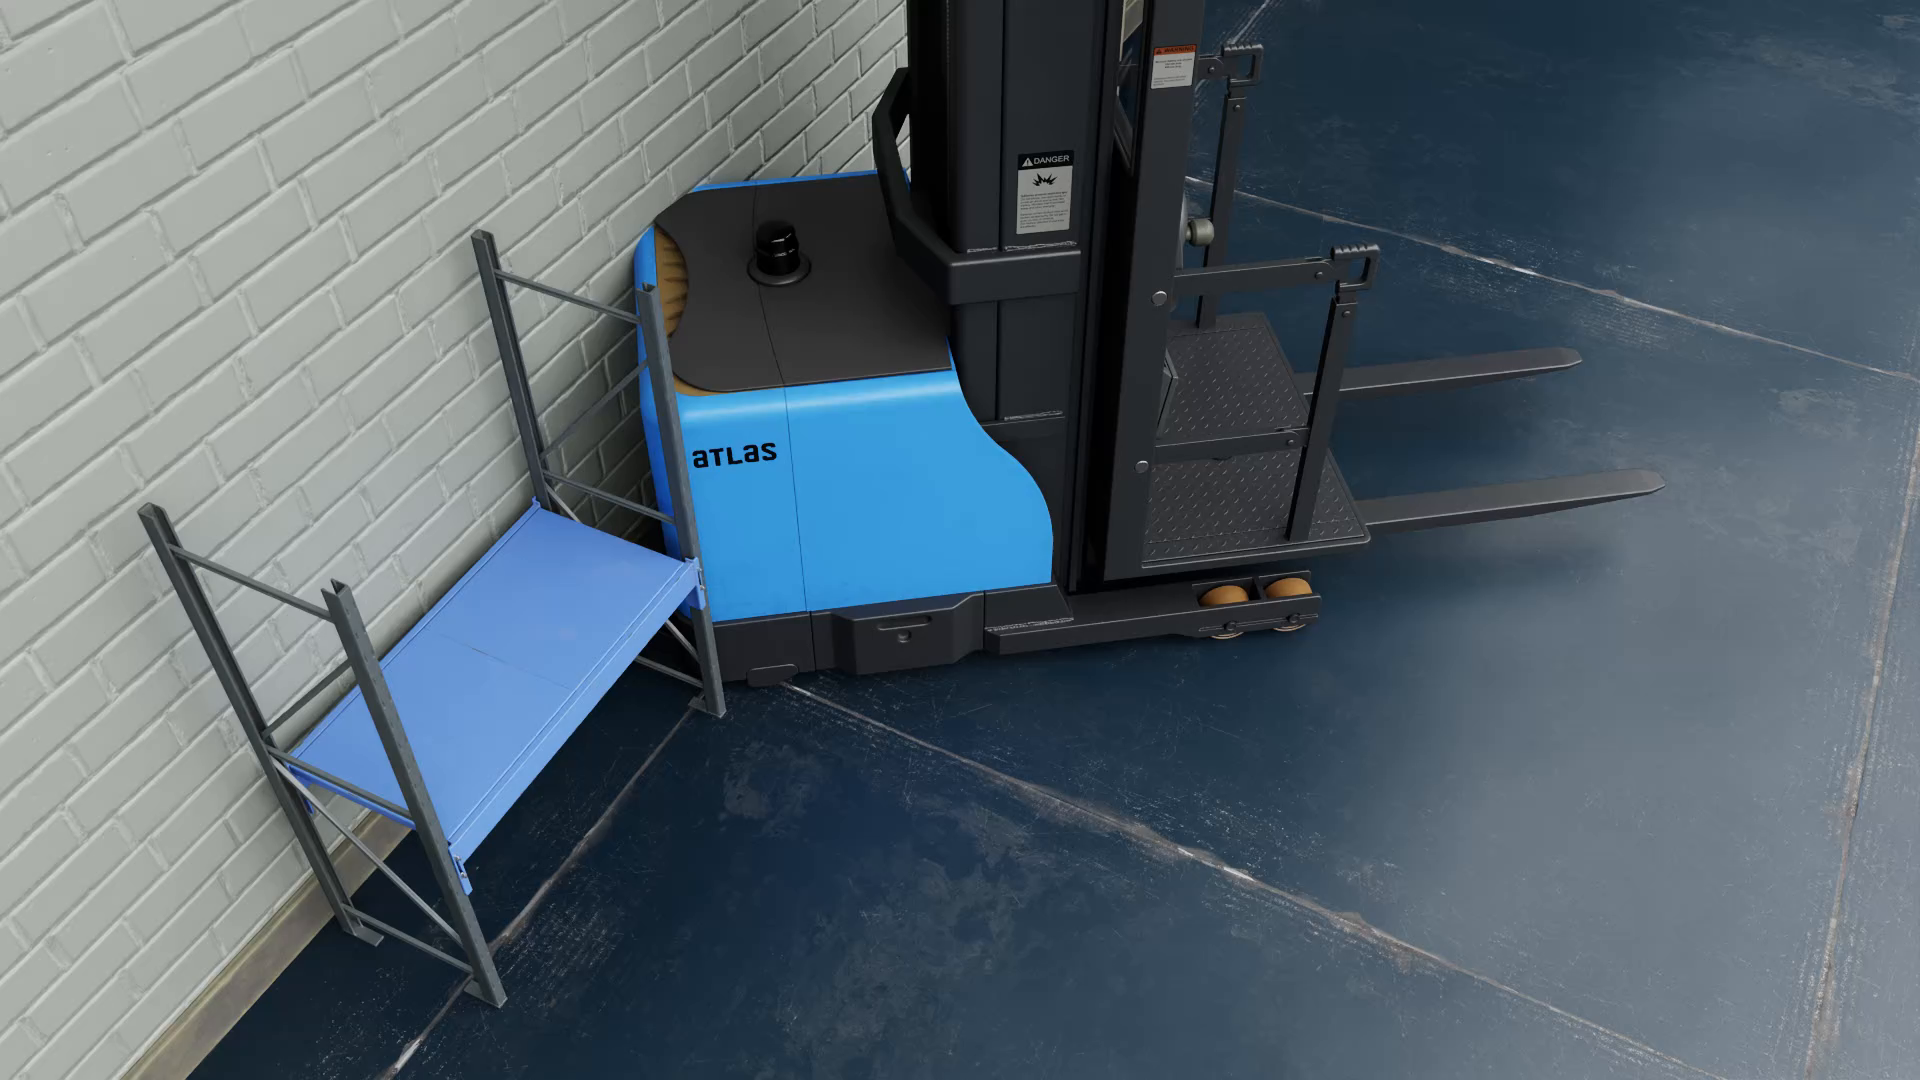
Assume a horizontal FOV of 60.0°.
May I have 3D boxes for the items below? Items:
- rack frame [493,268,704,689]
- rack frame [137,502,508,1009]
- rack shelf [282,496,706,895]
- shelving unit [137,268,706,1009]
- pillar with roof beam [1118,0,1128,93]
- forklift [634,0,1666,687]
[{"bbox_3d":[-0.901,-0.106,4.300,0.475,1.308,0.013,19,48,18],"label":"rack frame"},{"bbox_3d":[-1.353,0.542,3.660,0.500,1.500,0.032,19,48,18],"label":"rack frame"},{"bbox_3d":[-1.126,0.345,4.108,0.538,0.185,1.000,19,48,18],"label":"rack shelf"},{"bbox_3d":[-1.128,0.221,3.977,0.538,1.500,1.039,19,48,18],"label":"shelving unit"},{"bbox_3d":[4.248,-3.379,2.263,9.100,9.000,0.400,20,49,19],"label":"pillar with roof beam"},{"bbox_3d":[0.621,-1.102,4.279,3.031,2.935,1.130,-7,46,-6],"label":"forklift"}]
